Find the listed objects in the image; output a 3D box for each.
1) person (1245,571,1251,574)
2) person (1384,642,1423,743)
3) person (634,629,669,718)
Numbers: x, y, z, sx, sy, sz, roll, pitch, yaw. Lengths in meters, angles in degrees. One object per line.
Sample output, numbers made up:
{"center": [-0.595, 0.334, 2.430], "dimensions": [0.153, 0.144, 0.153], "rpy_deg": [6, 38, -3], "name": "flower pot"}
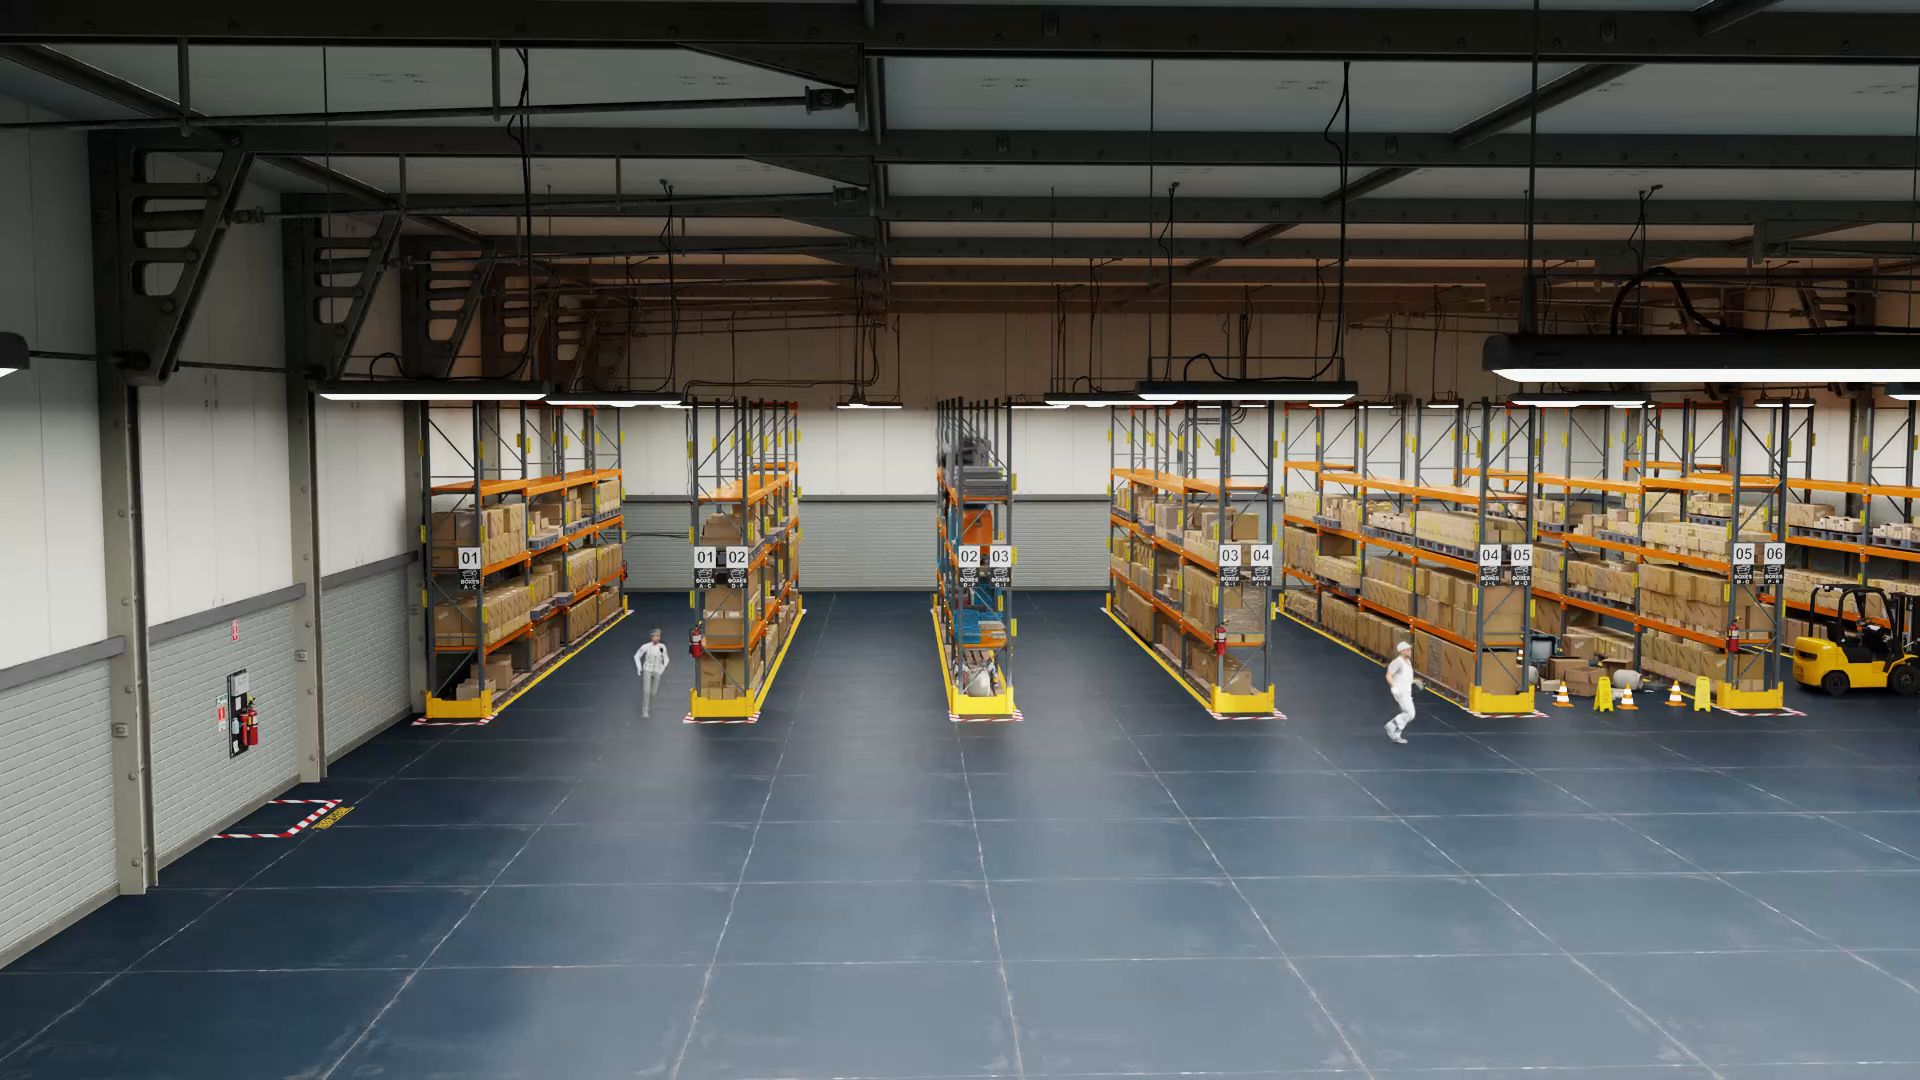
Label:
{"center": [7.977, 1.362, 46.537], "dimensions": [0.558, 1.564, 0.745], "rpy_deg": [0, 4, 0], "name": "person"}
{"center": [7.663, 2.631, 28.701], "dimensions": [0.584, 1.749, 0.669], "rpy_deg": [3, 5, 32], "name": "person"}
{"center": [-5.816, 2.499, 31.407], "dimensions": [0.657, 1.662, 0.654], "rpy_deg": [-2, 5, -23], "name": "person"}
